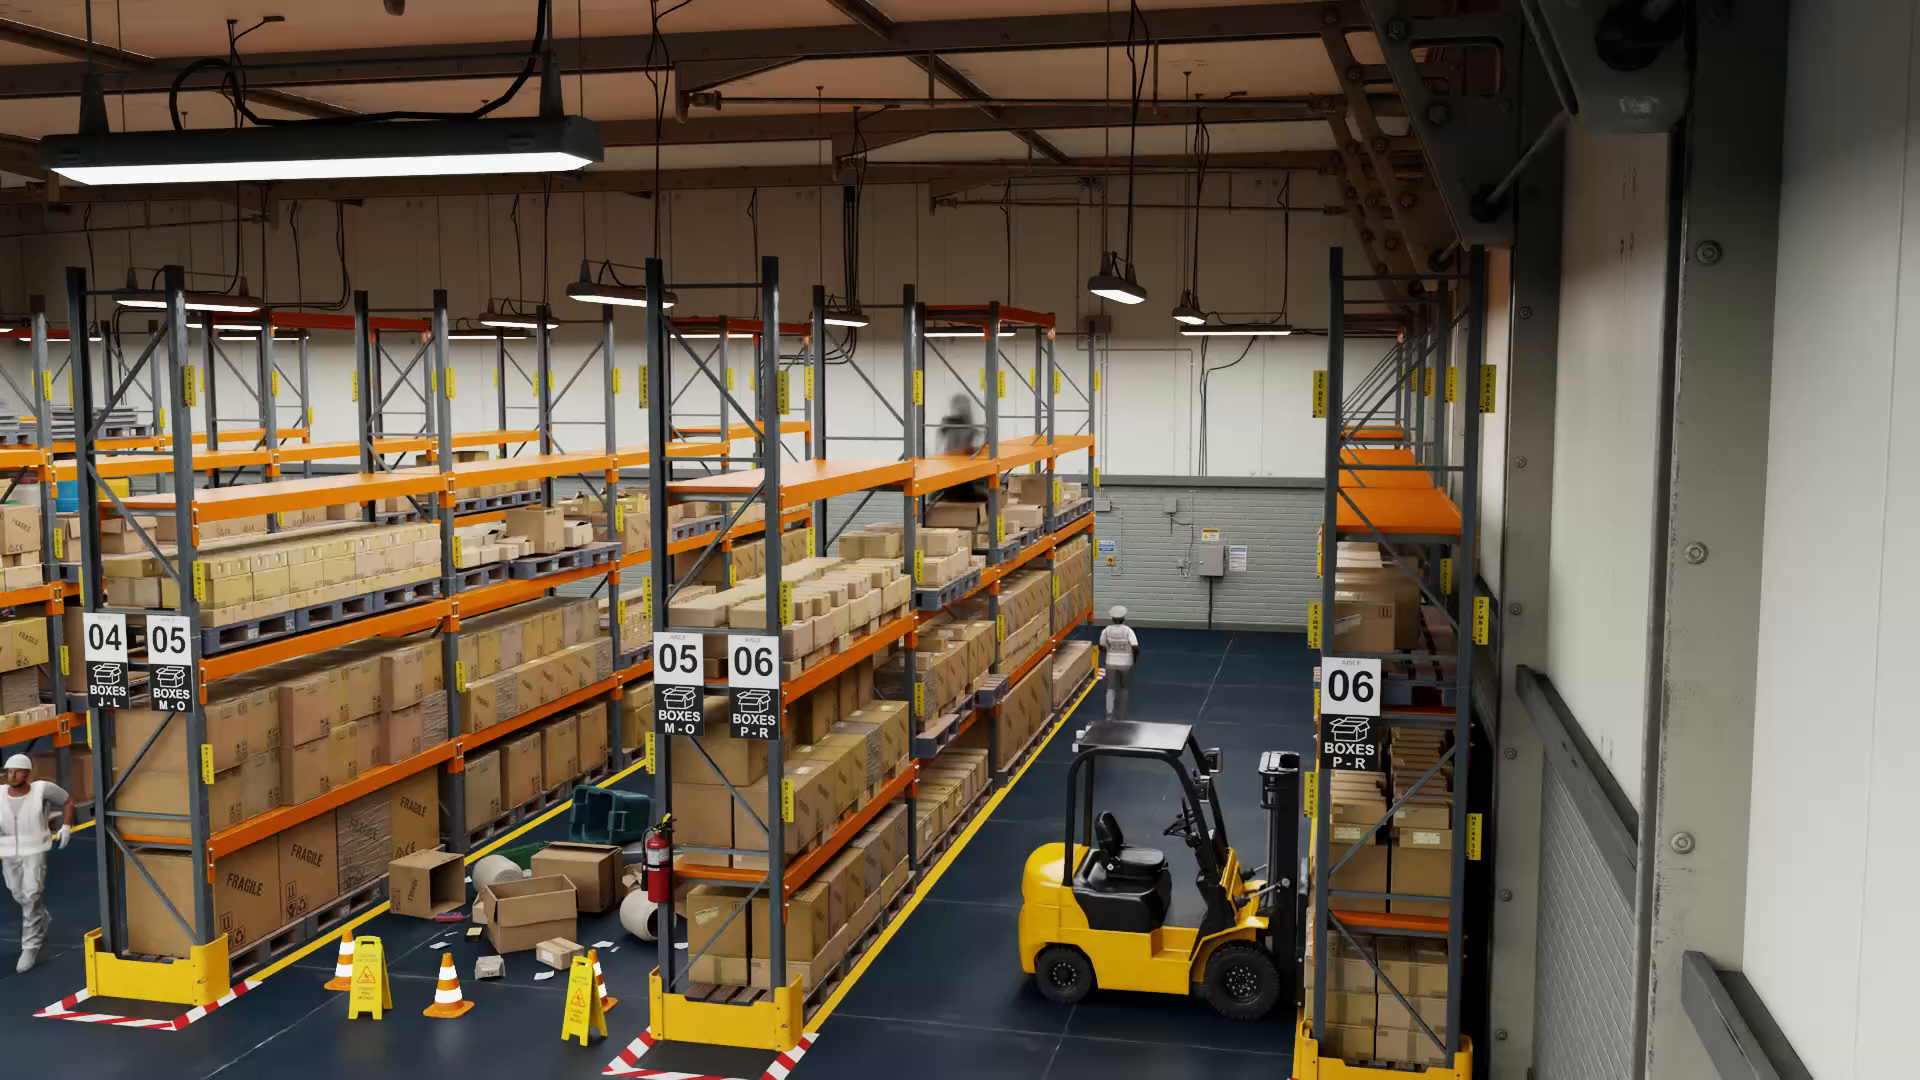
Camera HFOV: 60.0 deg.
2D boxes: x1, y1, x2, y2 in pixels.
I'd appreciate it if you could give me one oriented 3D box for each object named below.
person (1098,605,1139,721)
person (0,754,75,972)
[{"bbox_3d":[2.200,1.733,22.988,0.584,1.676,0.680,1,6,14],"label":"person"},{"bbox_3d":[-8.248,2.781,14.674,0.696,1.827,0.871,-1,6,-6],"label":"person"}]
